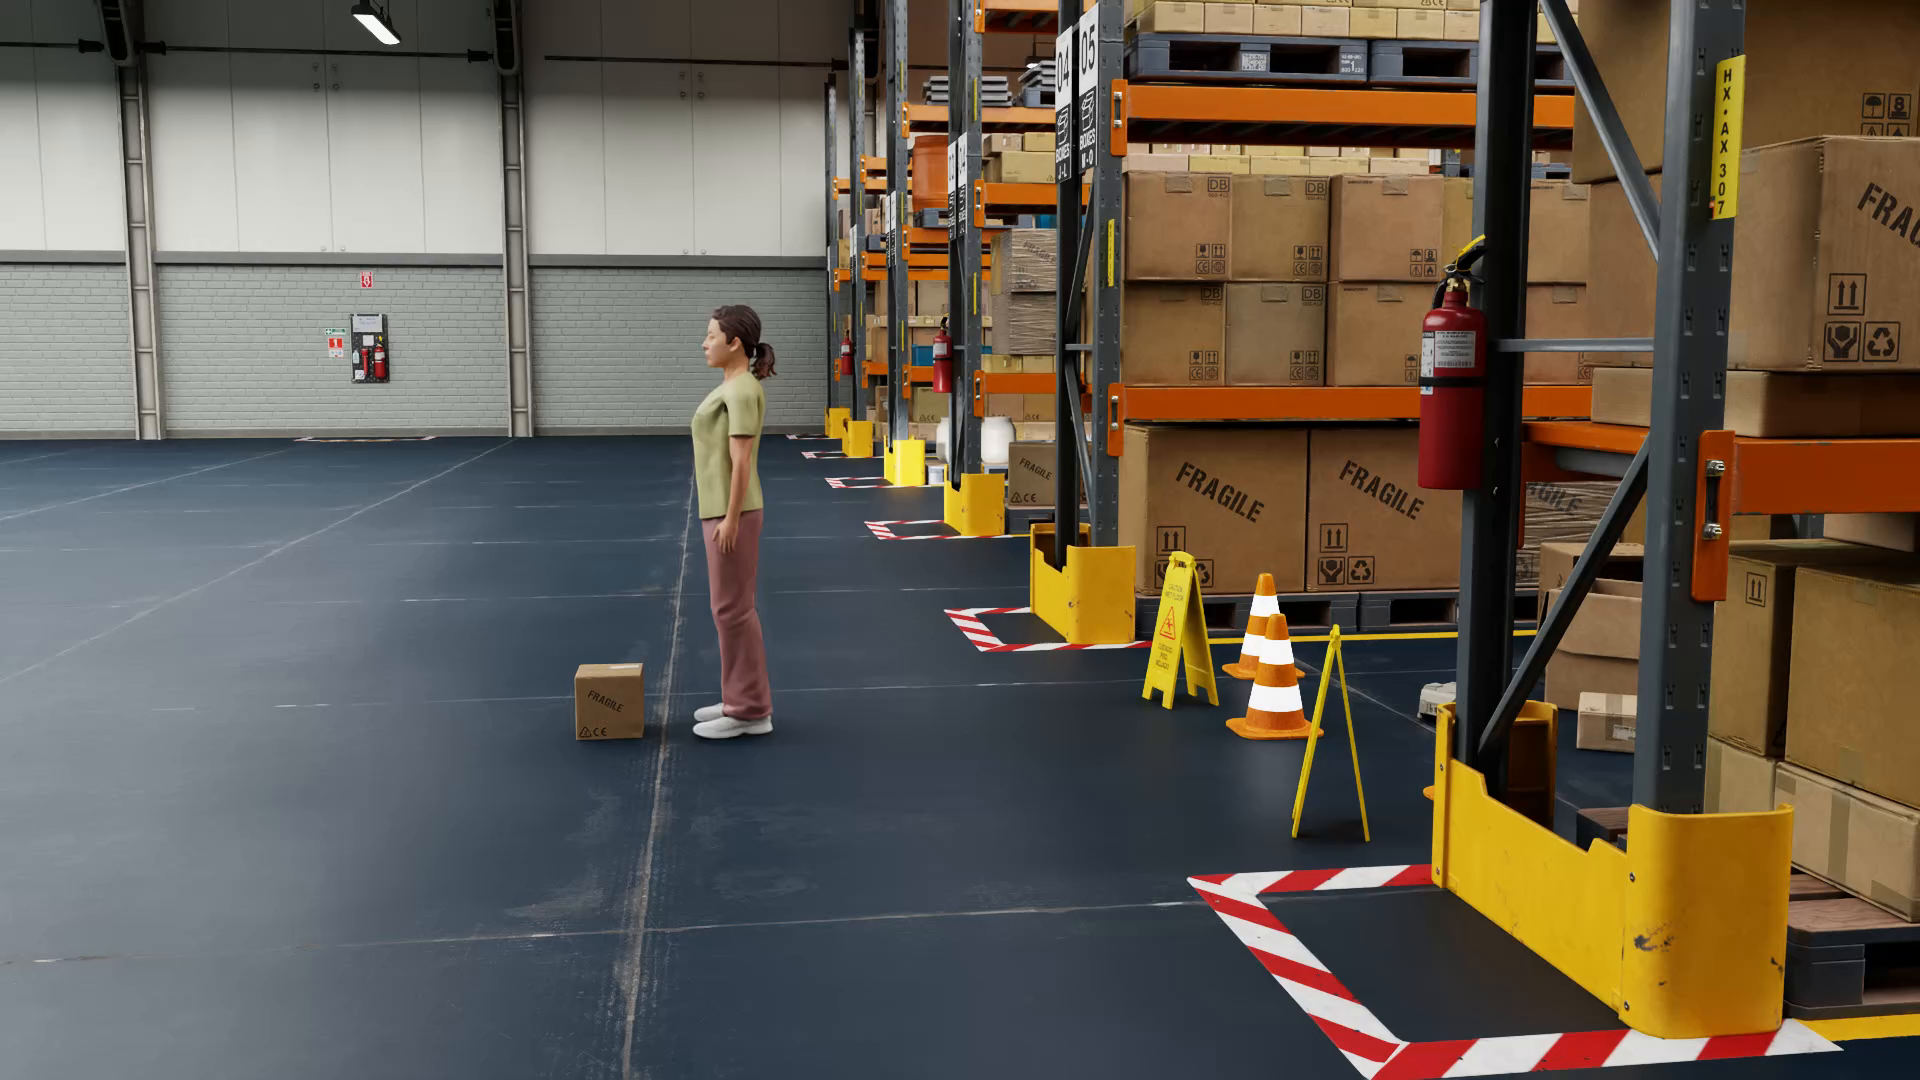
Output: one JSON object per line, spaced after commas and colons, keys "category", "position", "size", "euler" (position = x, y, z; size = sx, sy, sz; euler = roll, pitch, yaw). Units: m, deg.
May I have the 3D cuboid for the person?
{"category": "person", "position": [-0.879, -0.077, 6.506], "size": [0.352, 1.672, 0.441], "euler": [-1, 7, -8]}
